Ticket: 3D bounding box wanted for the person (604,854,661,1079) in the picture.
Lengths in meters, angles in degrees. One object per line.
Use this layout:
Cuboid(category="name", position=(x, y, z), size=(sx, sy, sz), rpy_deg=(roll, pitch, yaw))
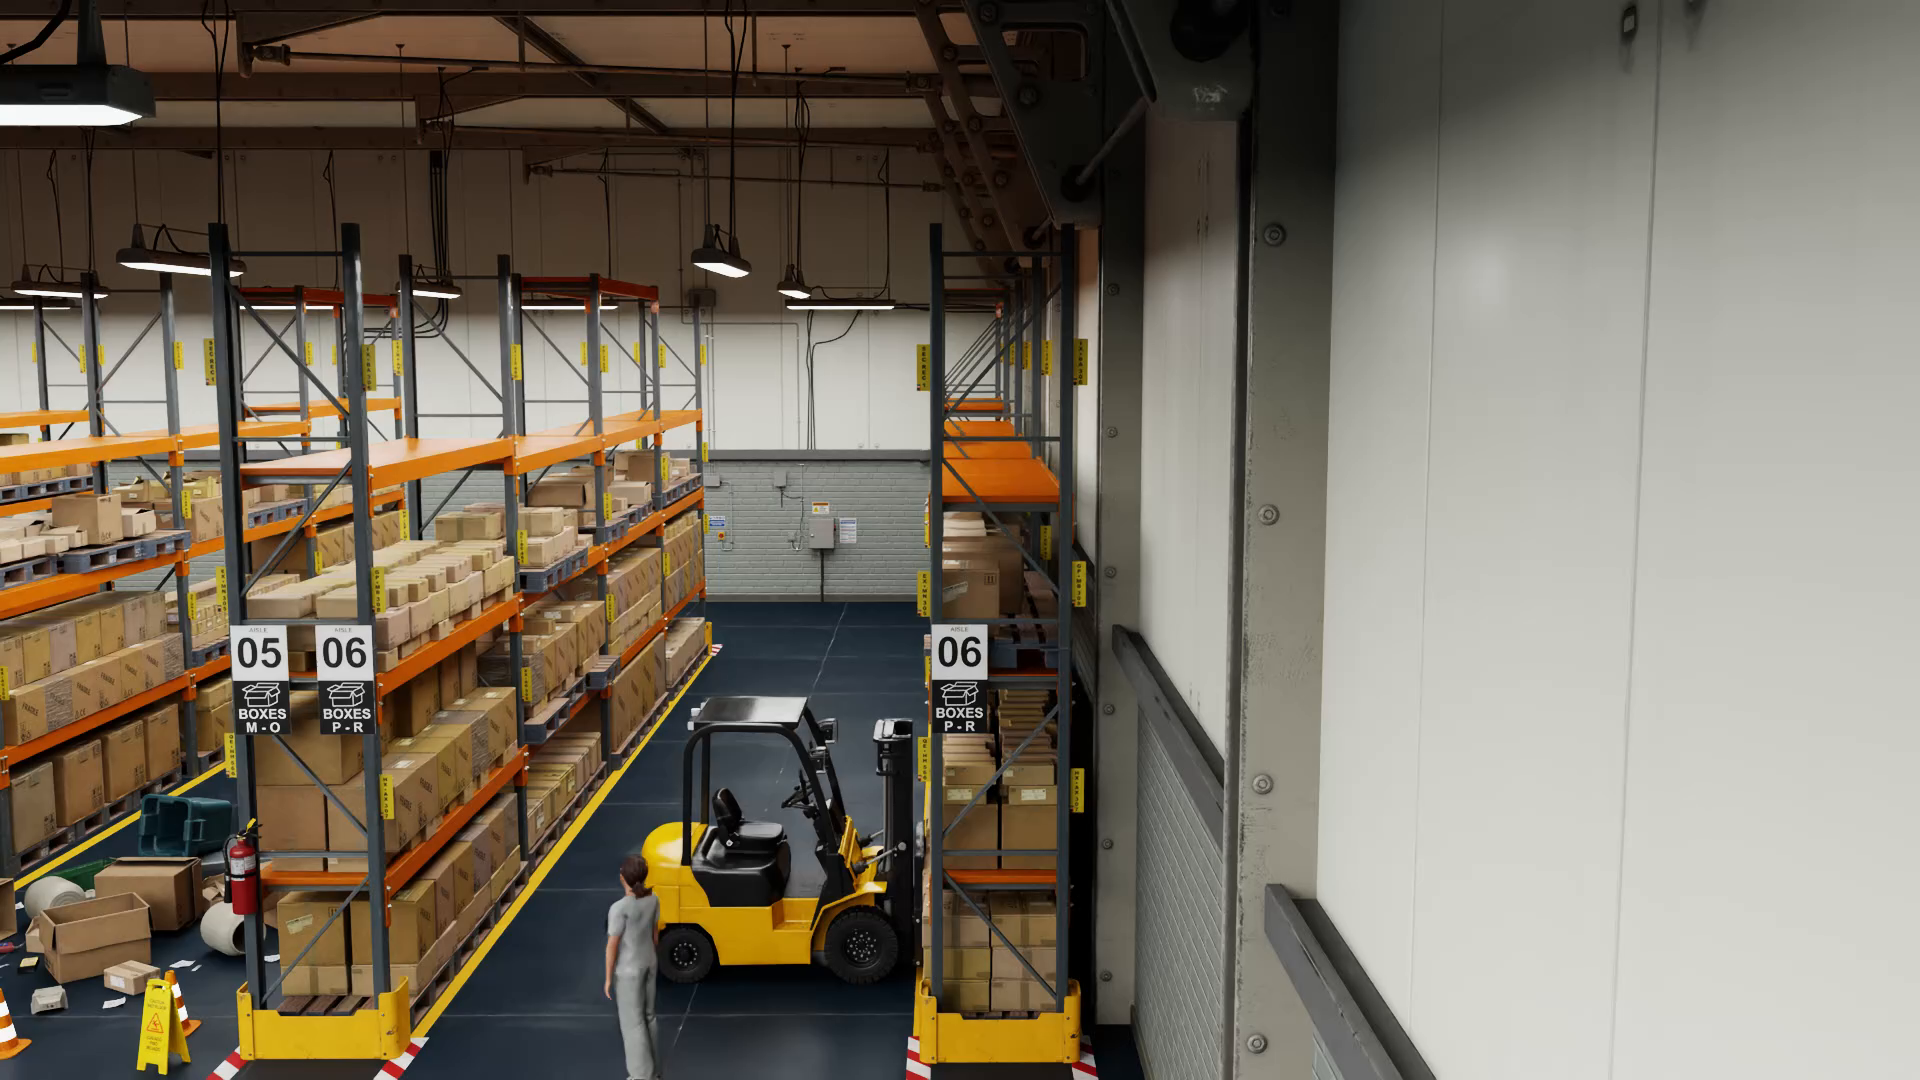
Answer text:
Cuboid(category="person", position=(-2.260, 3.005, 11.515), size=(0.370, 1.688, 0.469), rpy_deg=(3, 7, 24))
